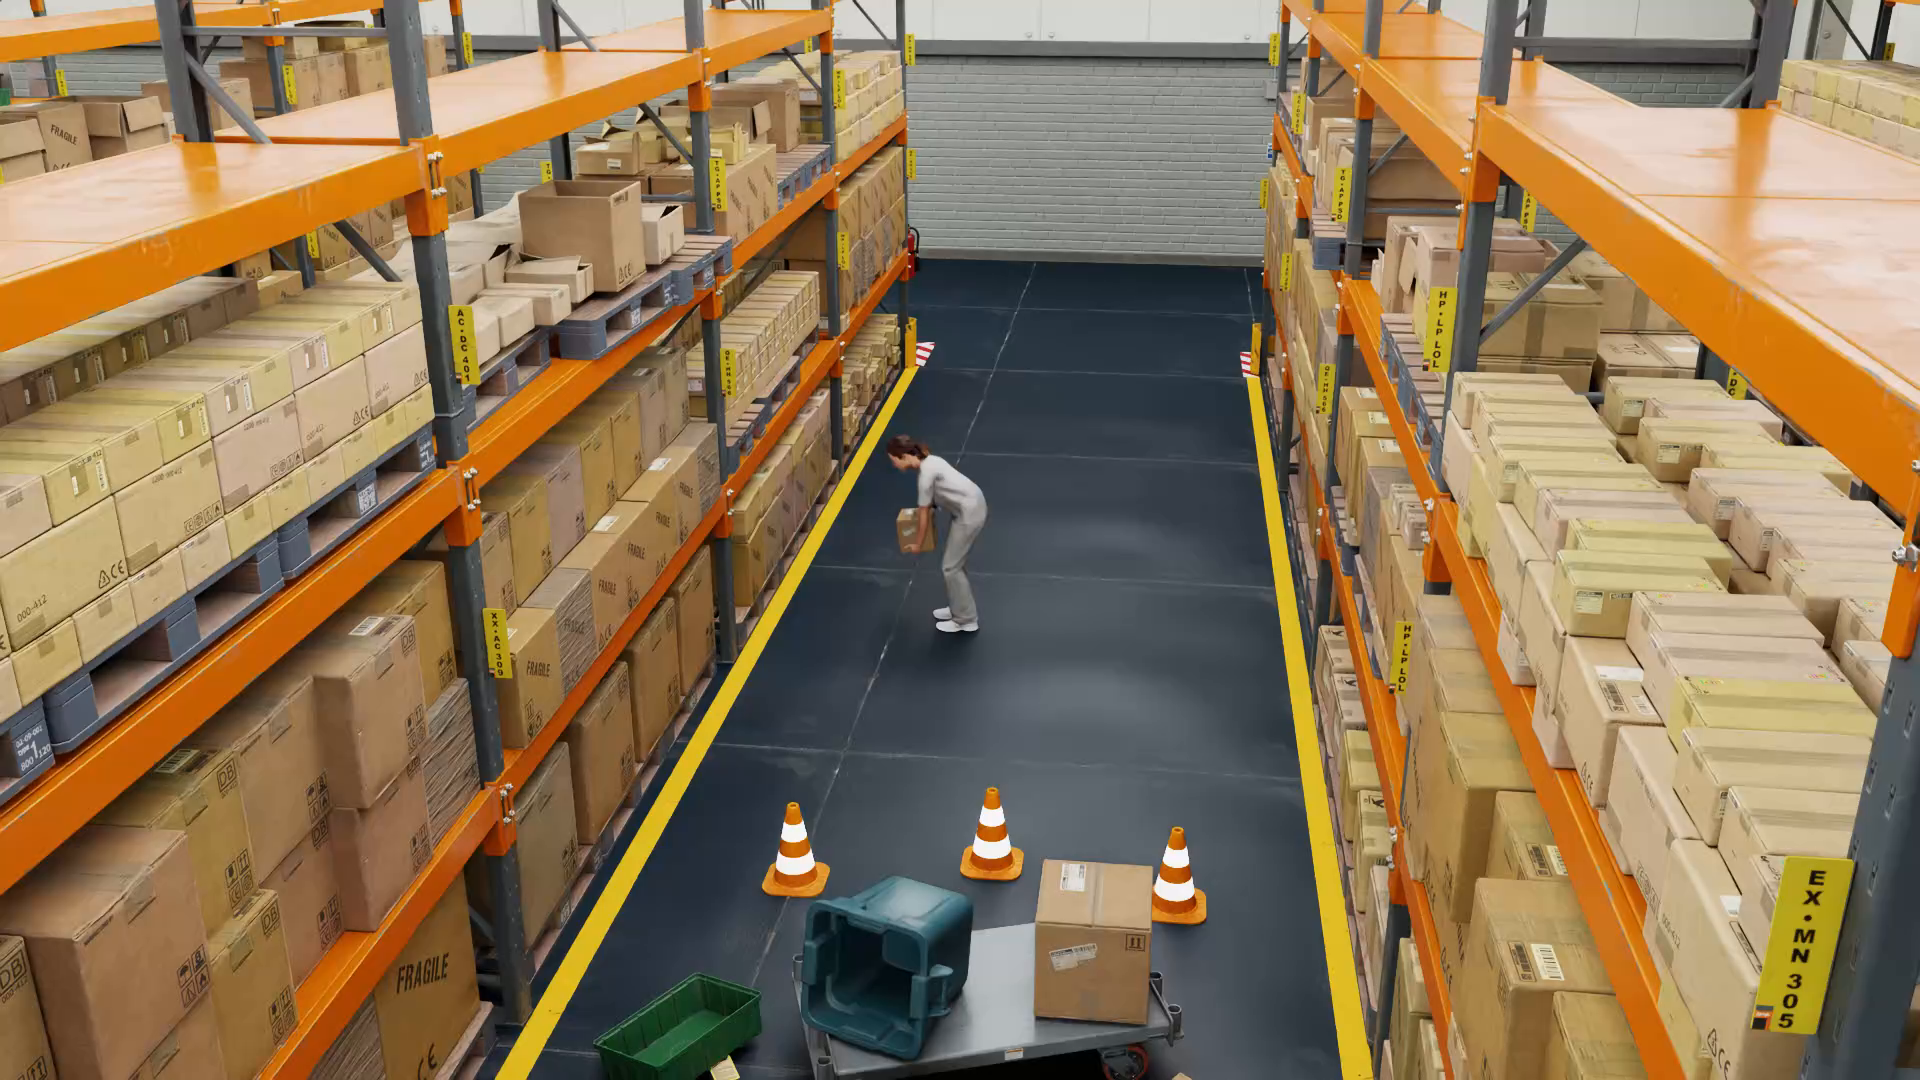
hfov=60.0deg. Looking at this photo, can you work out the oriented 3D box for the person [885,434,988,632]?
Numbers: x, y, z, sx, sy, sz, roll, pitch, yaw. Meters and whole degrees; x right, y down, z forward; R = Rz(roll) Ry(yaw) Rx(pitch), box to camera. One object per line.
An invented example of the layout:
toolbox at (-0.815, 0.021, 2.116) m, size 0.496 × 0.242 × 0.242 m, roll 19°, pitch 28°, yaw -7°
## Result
person at (-0.168, -0.061, 11.965) m, size 0.728 × 1.449 × 0.400 m, roll 2°, pitch 21°, yaw 5°
